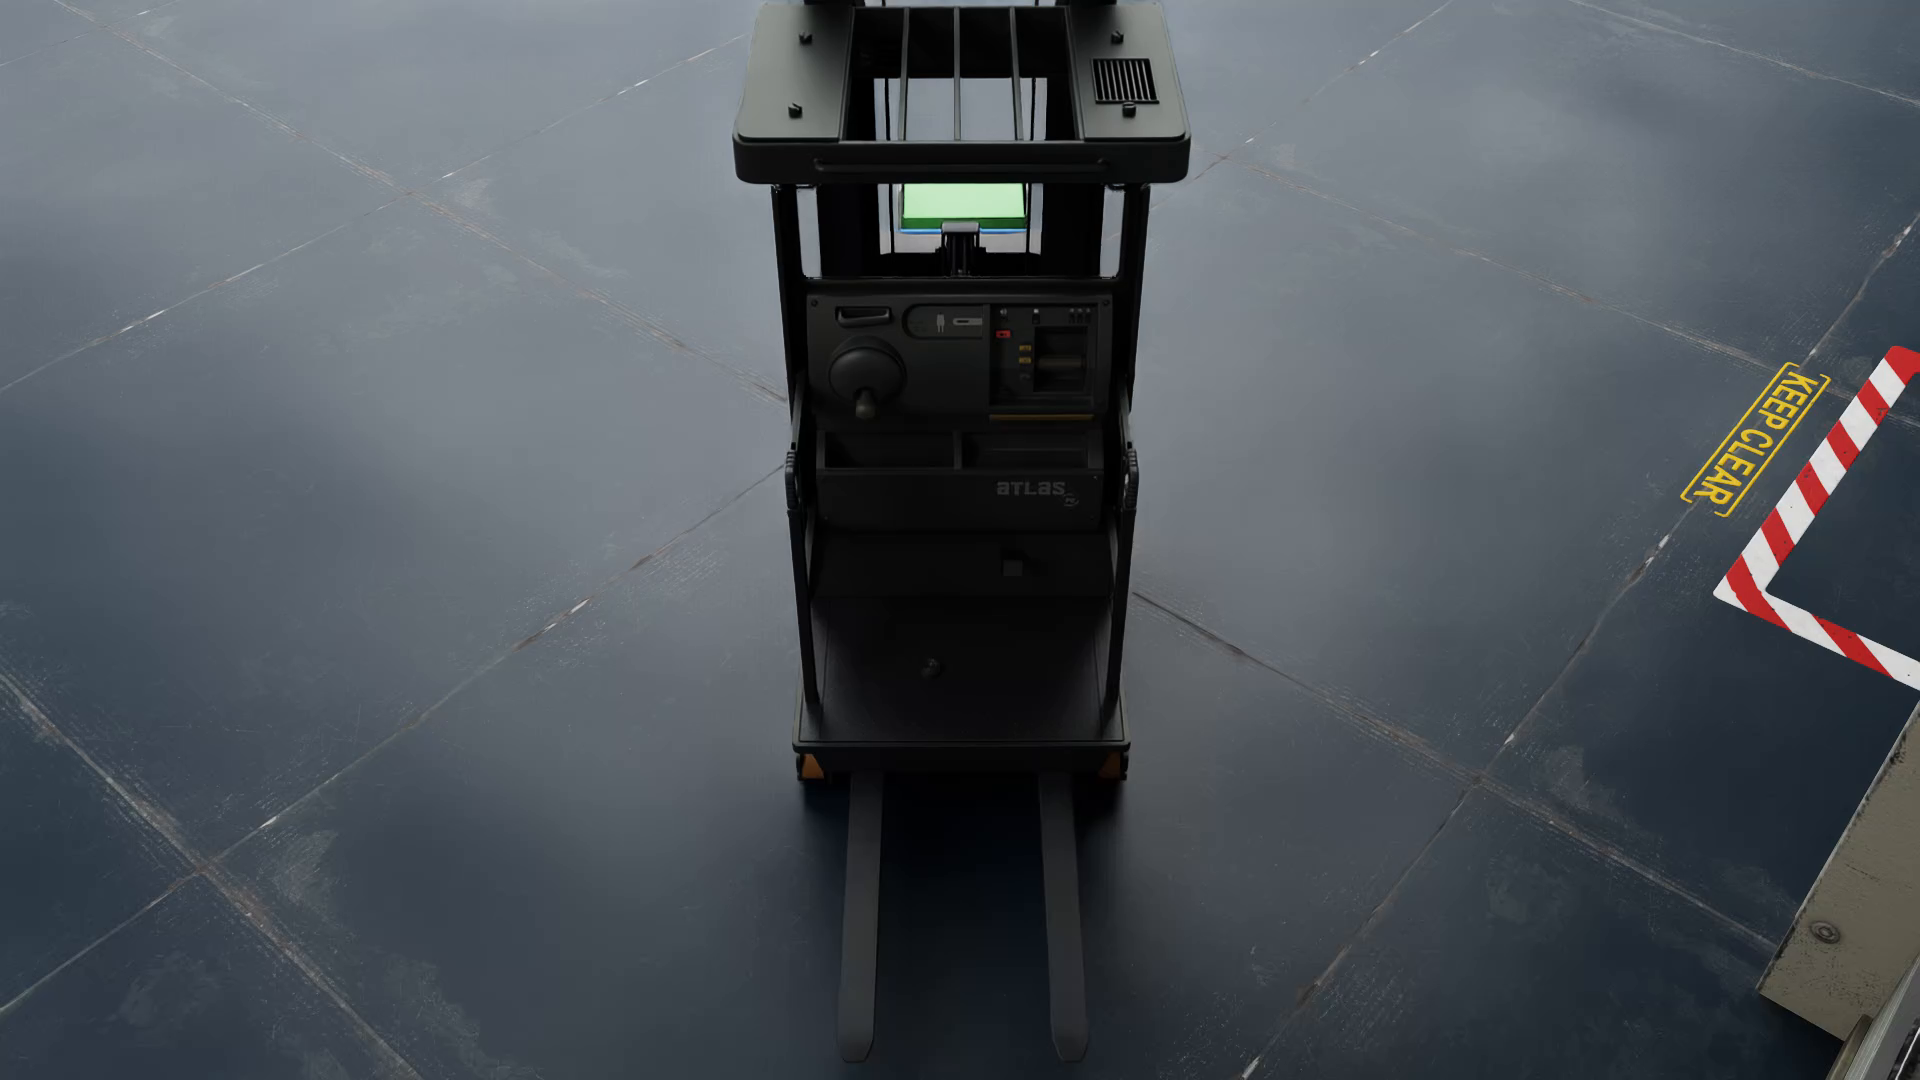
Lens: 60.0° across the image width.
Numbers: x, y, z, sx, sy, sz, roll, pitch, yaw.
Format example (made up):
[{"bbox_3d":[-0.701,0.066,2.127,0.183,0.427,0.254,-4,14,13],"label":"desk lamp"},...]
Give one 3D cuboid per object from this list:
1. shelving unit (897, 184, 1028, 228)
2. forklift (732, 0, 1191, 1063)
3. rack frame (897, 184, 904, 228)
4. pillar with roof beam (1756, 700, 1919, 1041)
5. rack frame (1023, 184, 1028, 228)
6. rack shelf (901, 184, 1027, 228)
[{"bbox_3d":[0.014,-0.956,6.741,0.503,1.200,0.258,0,42,-1],"label":"shelving unit"},{"bbox_3d":[0.003,-0.481,4.931,1.130,2.935,3.031,0,42,0],"label":"forklift"},{"bbox_3d":[-0.230,-0.954,6.738,0.015,1.200,0.240,0,42,-1],"label":"rack frame"},{"bbox_3d":[-0.626,-3.857,4.133,9.100,9.000,0.400,29,50,28],"label":"pillar with roof beam"},{"bbox_3d":[0.258,-0.958,6.743,0.015,1.200,0.240,0,42,-1],"label":"rack frame"},{"bbox_3d":[0.014,-1.264,6.461,0.480,0.148,0.258,0,42,-1],"label":"rack shelf"}]
